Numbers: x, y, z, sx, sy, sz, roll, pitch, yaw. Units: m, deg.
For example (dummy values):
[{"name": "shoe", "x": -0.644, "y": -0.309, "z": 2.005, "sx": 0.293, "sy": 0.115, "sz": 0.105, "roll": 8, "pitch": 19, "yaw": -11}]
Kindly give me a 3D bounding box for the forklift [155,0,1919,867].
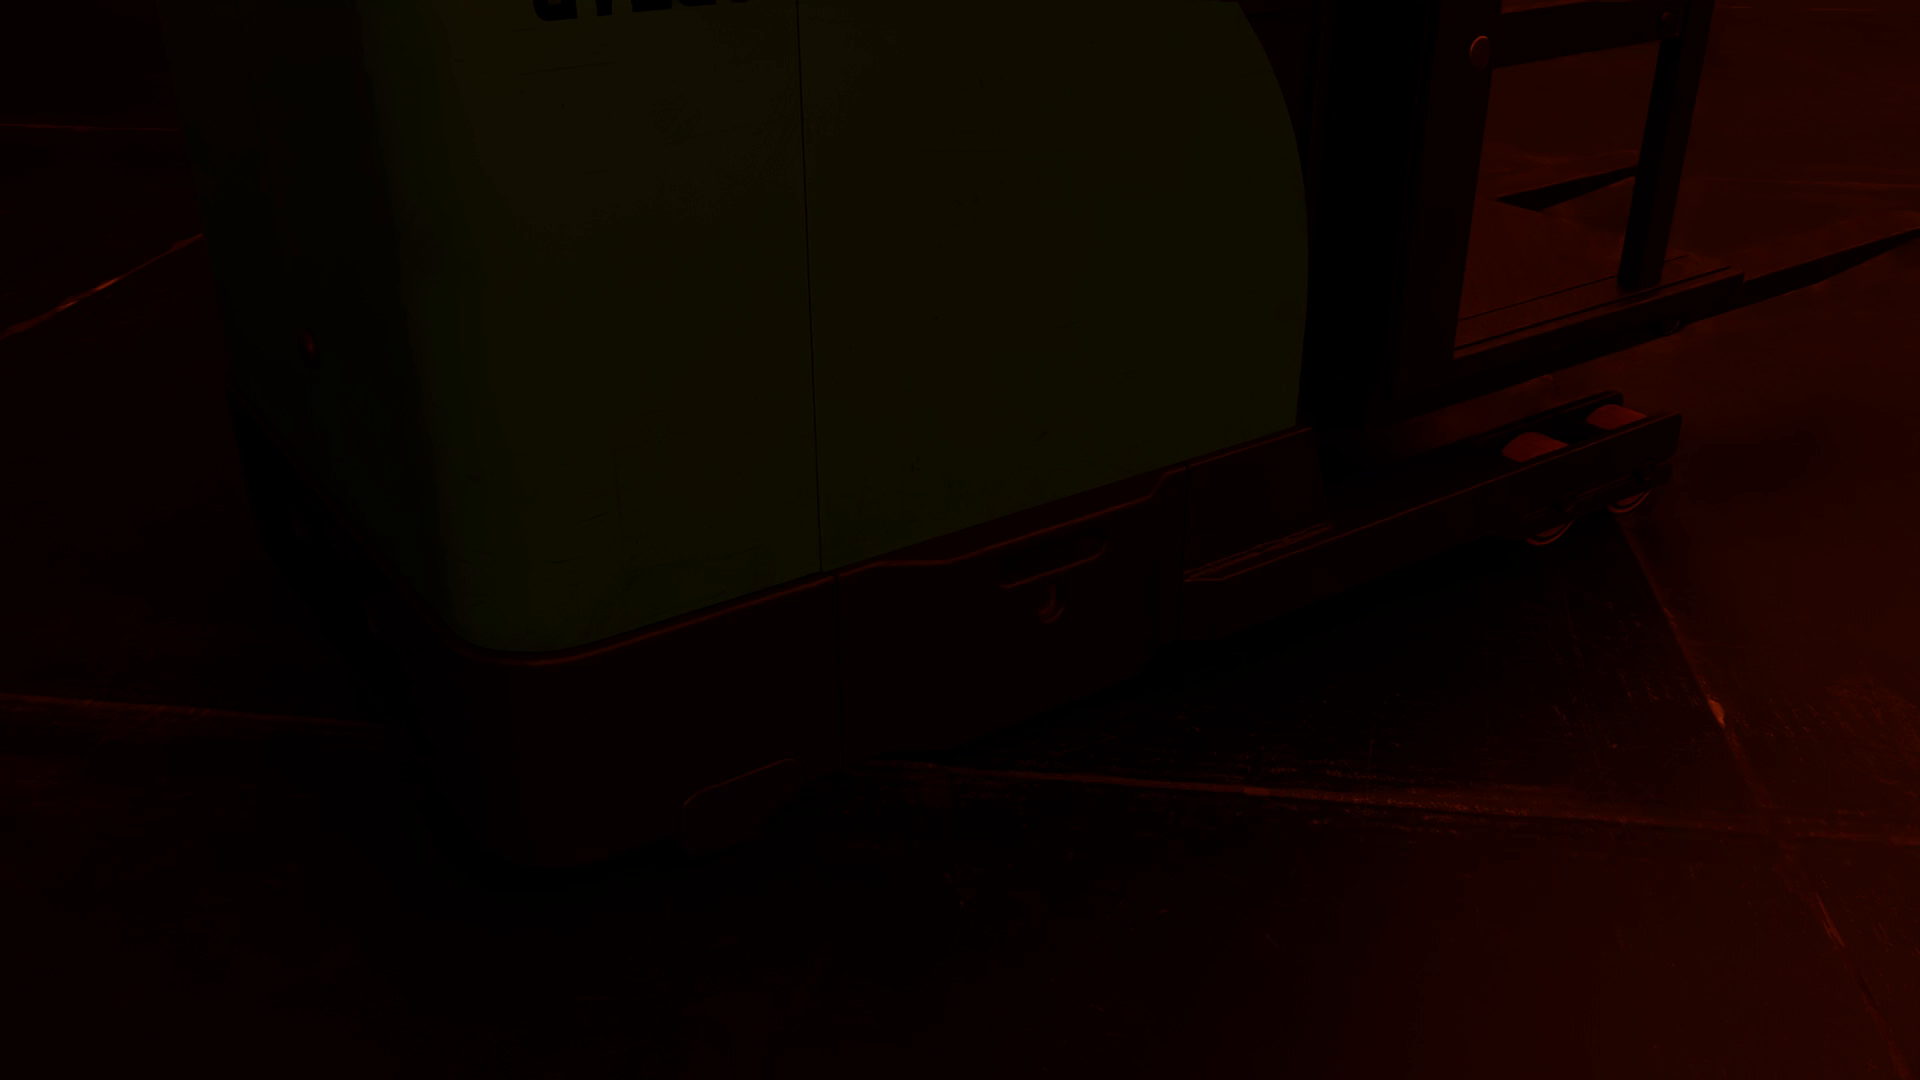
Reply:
[{"name": "forklift", "x": 0.498, "y": -1.478, "z": 2.179, "sx": 3.031, "sy": 2.935, "sz": 1.130, "roll": -17, "pitch": 31, "yaw": -31}]
